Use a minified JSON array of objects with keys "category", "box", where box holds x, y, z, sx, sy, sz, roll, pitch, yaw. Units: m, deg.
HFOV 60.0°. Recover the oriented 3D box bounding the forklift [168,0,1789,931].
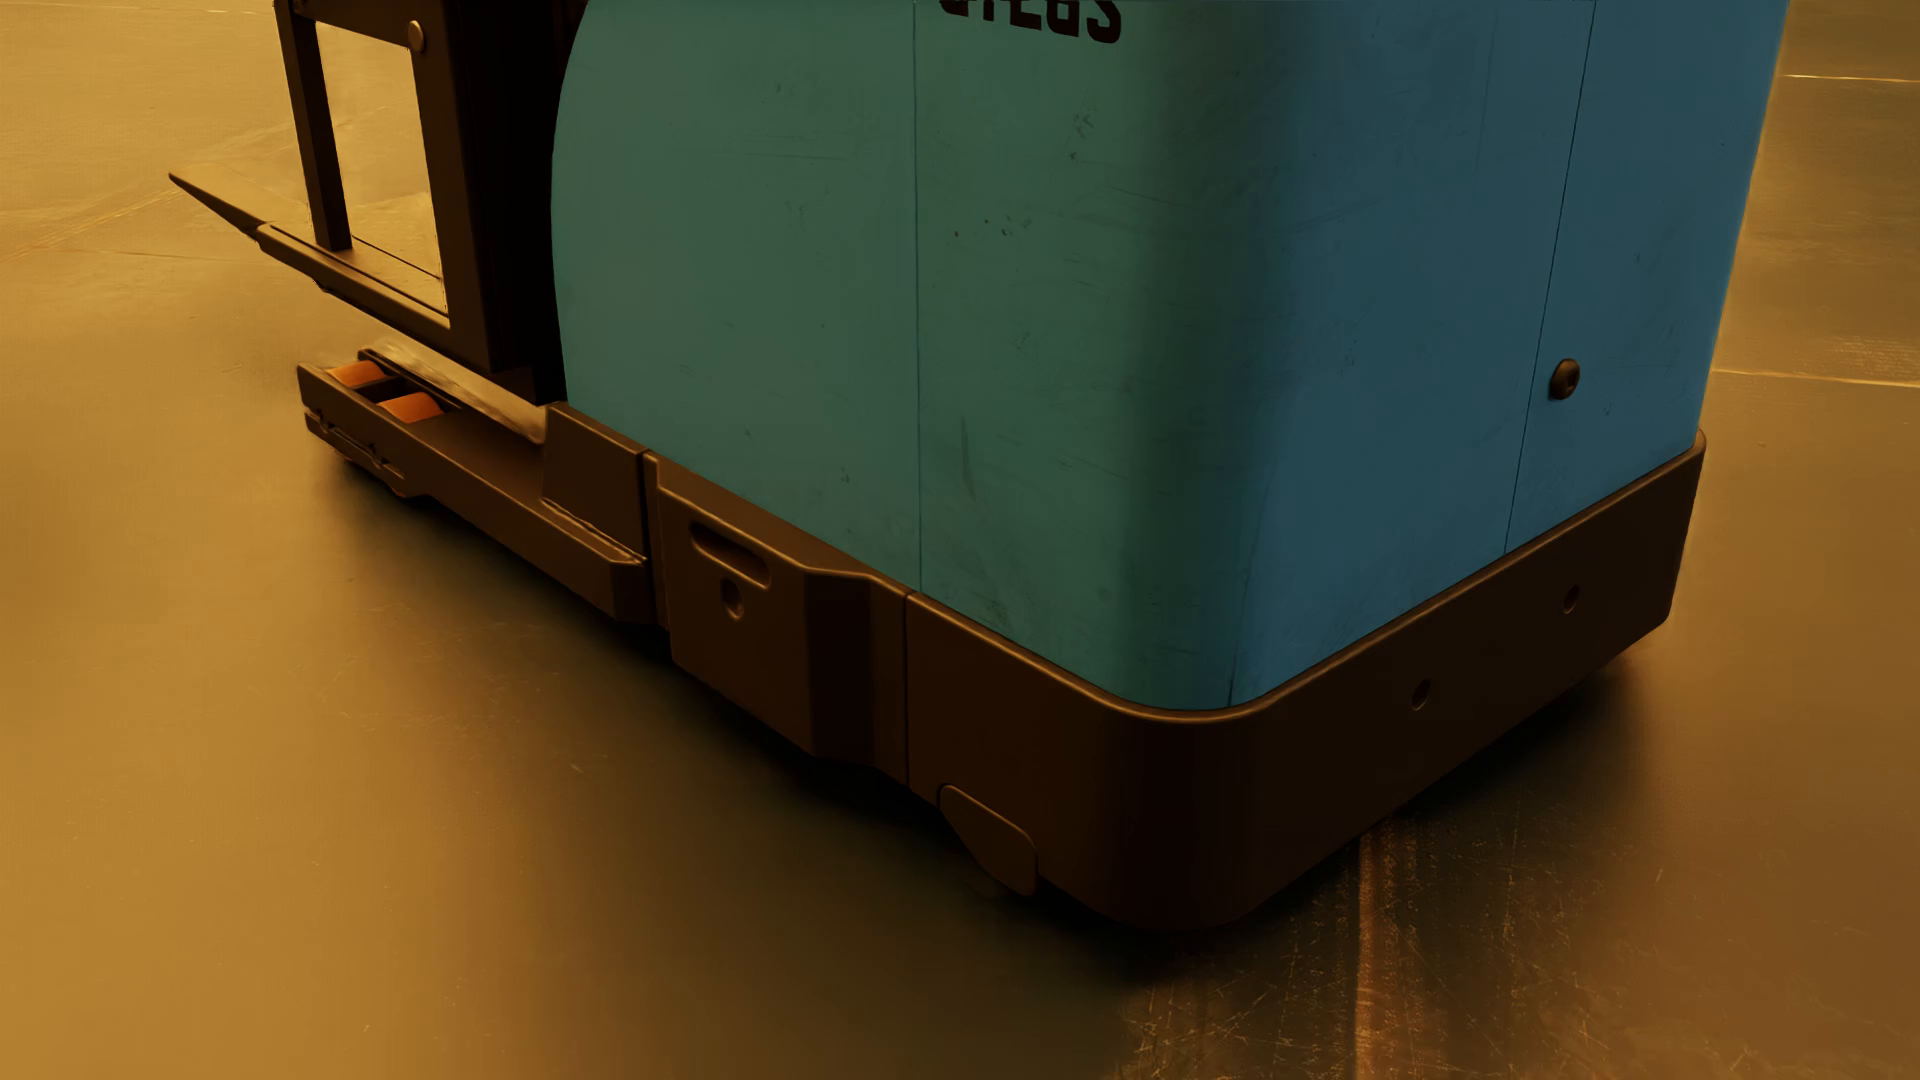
[{"category":"forklift","box":[-0.438,-1.510,2.239,1.130,2.935,3.031,-23,34,-37]}]
